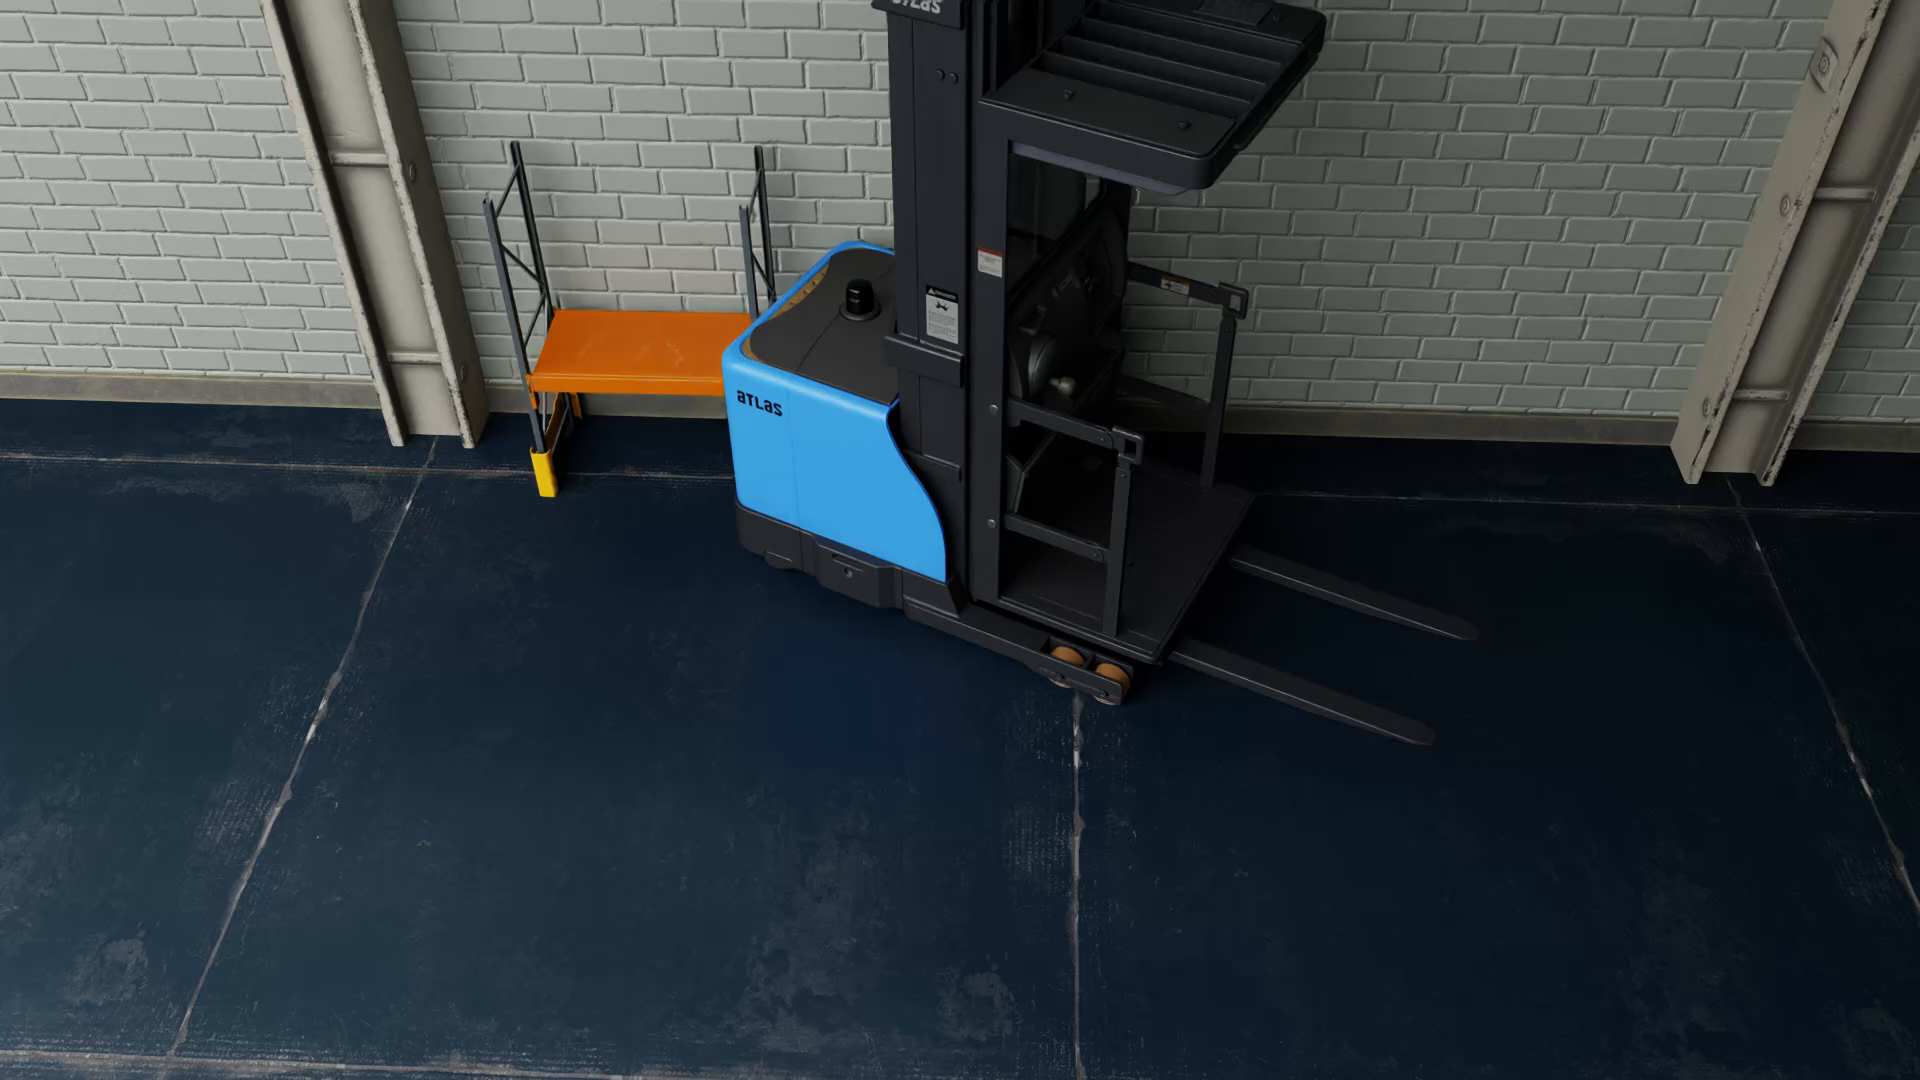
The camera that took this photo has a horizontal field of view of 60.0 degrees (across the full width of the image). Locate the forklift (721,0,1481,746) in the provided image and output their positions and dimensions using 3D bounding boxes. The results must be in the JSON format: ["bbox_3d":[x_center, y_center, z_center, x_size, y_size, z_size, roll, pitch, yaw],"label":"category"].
[{"bbox_3d":[0.582,-0.833,6.080,3.031,2.935,1.130,20,47,20],"label":"forklift"}]

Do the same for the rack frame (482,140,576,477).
[{"bbox_3d":[-1.860,-0.945,7.249,0.032,1.500,0.500,2,43,2],"label":"rack frame"}]

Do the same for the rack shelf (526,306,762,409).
[{"bbox_3d":[-1.352,-0.800,7.357,1.000,0.185,0.538,2,43,2],"label":"rack shelf"}]

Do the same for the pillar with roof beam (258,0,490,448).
[{"bbox_3d":[-2.658,-0.903,1.703,0.400,9.000,9.100,2,43,2],"label":"pillar with roof beam"}]

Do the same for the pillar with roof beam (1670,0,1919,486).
[{"bbox_3d":[3.336,-0.719,1.505,0.400,9.000,9.100,2,43,2],"label":"pillar with roof beam"}]

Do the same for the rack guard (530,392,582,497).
[{"bbox_3d":[-1.859,-0.487,7.675,0.087,0.250,0.587,2,43,2],"label":"rack guard"}]

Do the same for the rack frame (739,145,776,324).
[{"bbox_3d":[-0.844,-0.918,7.220,0.032,1.500,0.500,2,43,2],"label":"rack frame"}]

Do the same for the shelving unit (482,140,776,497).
[{"bbox_3d":[-1.361,-0.931,7.235,1.083,1.500,0.587,2,43,2],"label":"shelving unit"}]
